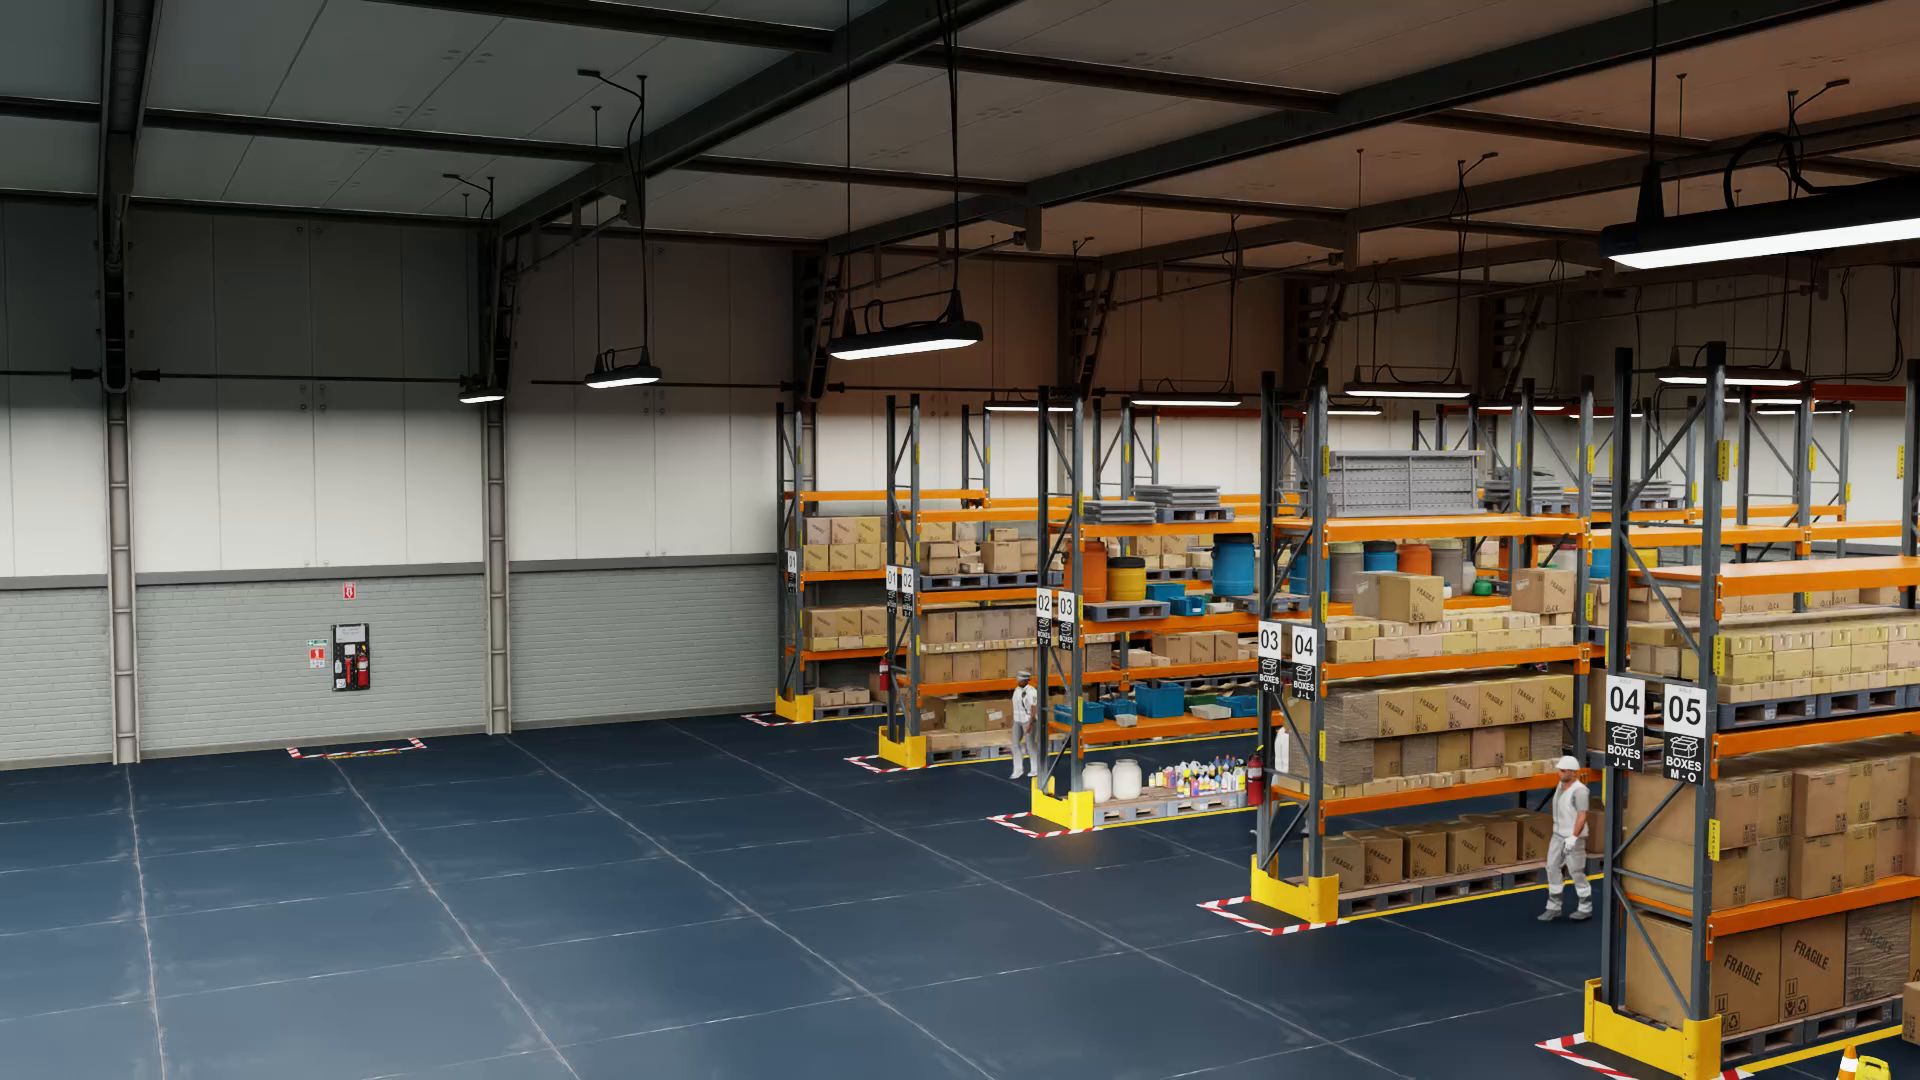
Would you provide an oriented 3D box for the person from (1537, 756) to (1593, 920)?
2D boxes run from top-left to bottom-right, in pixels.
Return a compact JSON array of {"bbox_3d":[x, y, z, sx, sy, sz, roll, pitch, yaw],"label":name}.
[{"bbox_3d":[6.604,3.258,18.122,0.587,1.826,0.620,-1,3,-11],"label":"person"}]

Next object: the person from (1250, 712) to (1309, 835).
[{"bbox_3d":[4.285,3.048,21.872,1.031,1.716,0.595,-2,4,-34],"label":"person"}]

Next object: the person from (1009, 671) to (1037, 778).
[{"bbox_3d":[1.027,2.893,25.918,0.502,1.716,0.496,-3,5,-45],"label":"person"}]
